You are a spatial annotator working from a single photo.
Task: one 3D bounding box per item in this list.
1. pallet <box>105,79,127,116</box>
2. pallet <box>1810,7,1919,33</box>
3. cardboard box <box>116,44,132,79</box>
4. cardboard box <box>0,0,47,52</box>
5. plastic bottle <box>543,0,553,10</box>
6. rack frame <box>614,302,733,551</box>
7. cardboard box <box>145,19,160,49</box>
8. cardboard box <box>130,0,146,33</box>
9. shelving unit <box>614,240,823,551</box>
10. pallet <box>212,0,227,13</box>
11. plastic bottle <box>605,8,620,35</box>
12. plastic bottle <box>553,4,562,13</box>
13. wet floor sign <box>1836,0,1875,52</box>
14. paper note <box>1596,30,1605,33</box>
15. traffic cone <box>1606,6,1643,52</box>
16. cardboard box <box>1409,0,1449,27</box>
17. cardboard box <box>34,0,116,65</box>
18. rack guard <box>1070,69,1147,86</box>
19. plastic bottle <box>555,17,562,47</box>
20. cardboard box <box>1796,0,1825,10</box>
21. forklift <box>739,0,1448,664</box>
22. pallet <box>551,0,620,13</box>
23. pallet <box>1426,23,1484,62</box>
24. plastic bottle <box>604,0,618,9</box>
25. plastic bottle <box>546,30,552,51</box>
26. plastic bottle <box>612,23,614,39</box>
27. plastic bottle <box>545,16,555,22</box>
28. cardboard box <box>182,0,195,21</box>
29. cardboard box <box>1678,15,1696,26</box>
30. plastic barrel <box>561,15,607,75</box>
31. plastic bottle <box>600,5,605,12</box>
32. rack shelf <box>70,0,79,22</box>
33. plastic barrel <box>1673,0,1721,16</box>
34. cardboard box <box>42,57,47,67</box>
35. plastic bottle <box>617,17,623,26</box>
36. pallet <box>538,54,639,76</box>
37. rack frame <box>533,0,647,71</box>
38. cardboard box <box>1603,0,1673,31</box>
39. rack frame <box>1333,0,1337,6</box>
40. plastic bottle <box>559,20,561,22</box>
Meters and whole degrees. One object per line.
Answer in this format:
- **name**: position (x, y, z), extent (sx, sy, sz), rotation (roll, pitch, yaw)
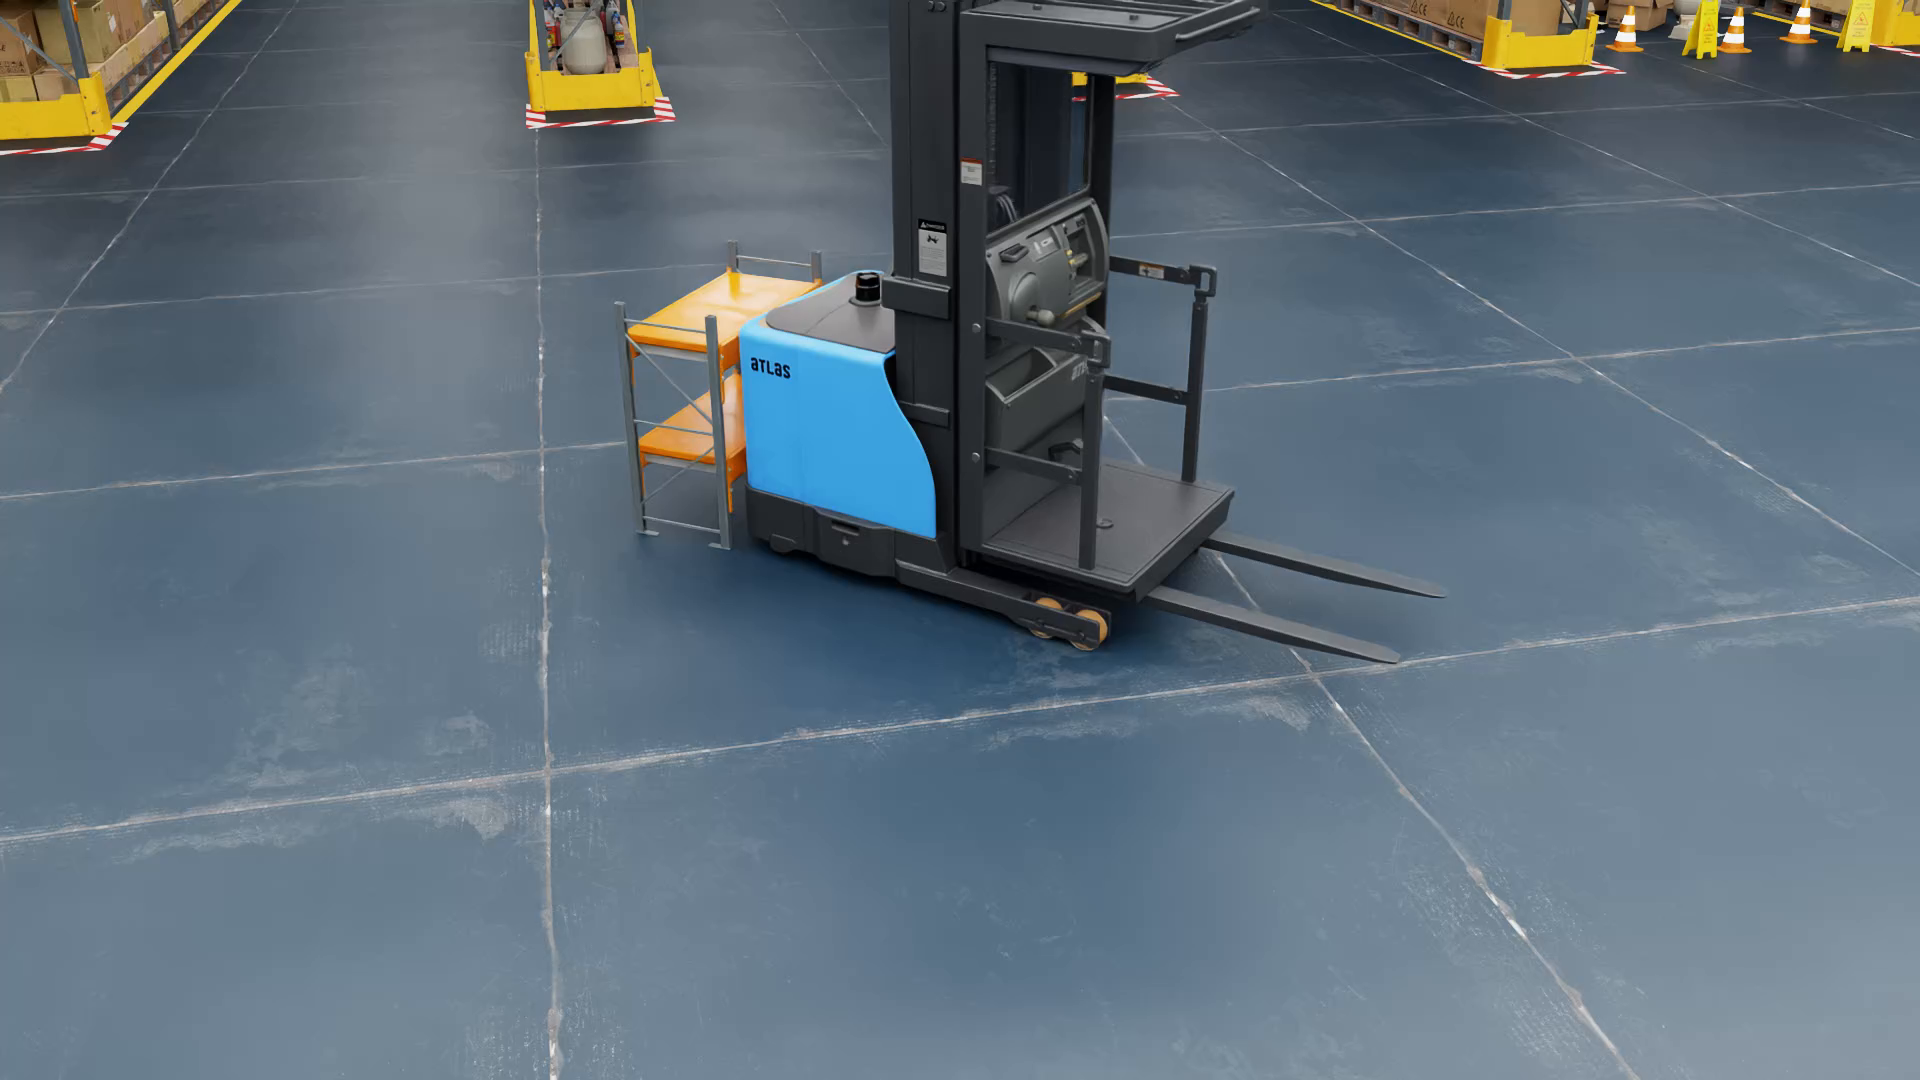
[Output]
- **pallet**: position (-8.522, -4.101, 15.641), extent (1.003, 0.211, 1.213), rotation (-6, 27, -12)
- **pallet**: position (10.832, -6.174, 19.748), extent (1.003, 0.211, 1.213), rotation (-6, 27, -12)
- **cardboard box**: position (-8.442, -4.671, 16.261), extent (0.500, 0.250, 0.500), rotation (-6, 27, -12)
- **cardboard box**: position (-8.960, -4.952, 15.986), extent (0.500, 0.500, 0.500), rotation (-6, 27, -12)
- **plastic bottle**: position (-4.564, -5.807, 18.377), extent (0.144, 0.351, 0.185), rotation (-7, 28, -14)
- **rack frame**: position (-1.287, -0.502, 7.497), extent (0.500, 1.125, 0.032), rotation (10, 29, 20)
- **cardboard box**: position (-8.790, -5.329, 17.564), extent (0.500, 0.250, 0.500), rotation (-6, 27, -12)
- **cardboard box**: position (-8.675, -5.444, 16.961), extent (0.500, 0.500, 0.500), rotation (-6, 27, -12)
- **shelving unit**: position (-1.096, -0.715, 7.917), extent (0.538, 1.125, 1.048), rotation (10, 29, 20)
- **pallet**: position (-9.965, -6.916, 21.219), extent (1.003, 0.211, 1.213), rotation (-6, 27, -12)
- **plastic bottle**: position (-3.809, -5.701, 18.251), extent (0.152, 0.276, 0.135), rotation (-5, 27, -11)
- **plastic bottle**: position (-4.456, -5.803, 18.457), extent (0.097, 0.271, 0.097), rotation (0, 27, 0)
- **wet floor sign**: position (9.999, -5.782, 18.490), extent (0.267, 0.644, 0.232), rotation (3, 27, 6)
- **paper note**: position (7.508, -5.995, 19.595), extent (0.144, 0.017, 0.142), rotation (3, 27, 6)
- **traffic cone**: position (7.462, -5.723, 18.575), extent (0.336, 0.463, 0.334), rotation (-6, 27, -12)
- **cardboard box**: position (5.781, -6.394, 18.982), extent (0.875, 0.875, 0.875), rotation (-6, 27, -12)
- **cardboard box**: position (-8.328, -4.787, 15.658), extent (0.500, 0.500, 0.500), rotation (-6, 27, -12)
- **rack guard**: position (1.326, -4.936, 16.975), extent (1.175, 0.500, 0.348), rotation (-6, 27, -12)
- **plastic bottle**: position (-4.250, -5.386, 17.618), extent (0.061, 0.283, 0.133), rotation (-6, 27, -12)
- **cardboard box**: position (10.445, -6.541, 19.966), extent (0.500, 0.250, 0.500), rotation (-6, 27, -11)
- **forklift**: position (0.544, -1.126, 6.728), extent (3.031, 2.935, 1.130), rotation (15, 31, 28)
- **pallet**: position (-4.599, -6.368, 20.132), extent (1.003, 0.211, 1.213), rotation (-6, 27, -12)
- **pallet**: position (5.942, -5.576, 18.564), extent (1.003, 0.211, 1.213), rotation (-6, 27, -12)
- **plastic bottle**: position (-3.915, -5.948, 18.657), extent (0.144, 0.351, 0.185), rotation (-7, 28, -14)
- **plastic bottle**: position (-4.323, -5.225, 17.390), extent (0.097, 0.201, 0.097), rotation (0, 27, 0)
- **plastic bottle**: position (-3.710, -5.529, 17.992), extent (0.097, 0.201, 0.097), rotation (0, 27, 0)
- **plastic bottle**: position (-4.385, -5.433, 17.719), extent (0.152, 0.276, 0.135), rotation (-7, 28, -13)
- **cardboard box**: position (-9.174, -6.157, 19.206), extent (0.500, 0.250, 0.500), rotation (-5, 27, -10)
- **cardboard box**: position (8.735, -6.123, 19.715), extent (0.380, 0.149, 0.250), rotation (8, 28, 15)
- **plastic barrel**: position (-3.705, -4.874, 16.373), extent (0.421, 0.512, 0.421), rotation (0, 27, 0)
- **plastic bottle**: position (-3.936, -5.755, 18.349), extent (0.061, 0.283, 0.133), rotation (-6, 27, -12)
- **rack shelf**: position (-8.760, -5.572, 16.258), extent (1.077, 0.370, 4.000), rotation (-6, 27, -12)
- **plastic barrel**: position (9.058, -6.628, 20.412), extent (0.512, 0.421, 0.421), rotation (13, 30, 24)
- **cardboard box**: position (-8.842, -4.398, 15.721), extent (0.500, 0.250, 0.500), rotation (-6, 27, -12)
- **plastic bottle**: position (-3.621, -5.429, 17.703), extent (0.061, 0.283, 0.133), rotation (-5, 27, -11)
- **pallet**: position (-3.723, -4.657, 16.742), extent (1.003, 0.211, 1.213), rotation (-6, 27, -12)
- **rack frame**: position (-3.482, -5.516, 15.350), extent (1.000, 3.000, 0.127), rotation (-6, 27, -12)
- **cardboard box**: position (8.136, -6.425, 19.921), extent (0.637, 0.503, 0.797), rotation (19, 32, 32)
- **rack frame**: position (5.297, -8.234, 20.735), extent (1.000, 3.000, 0.127), rotation (-6, 27, -12)
- **plastic bottle**: position (-4.318, -5.503, 17.941), extent (0.097, 0.201, 0.097), rotation (0, 27, 0)
